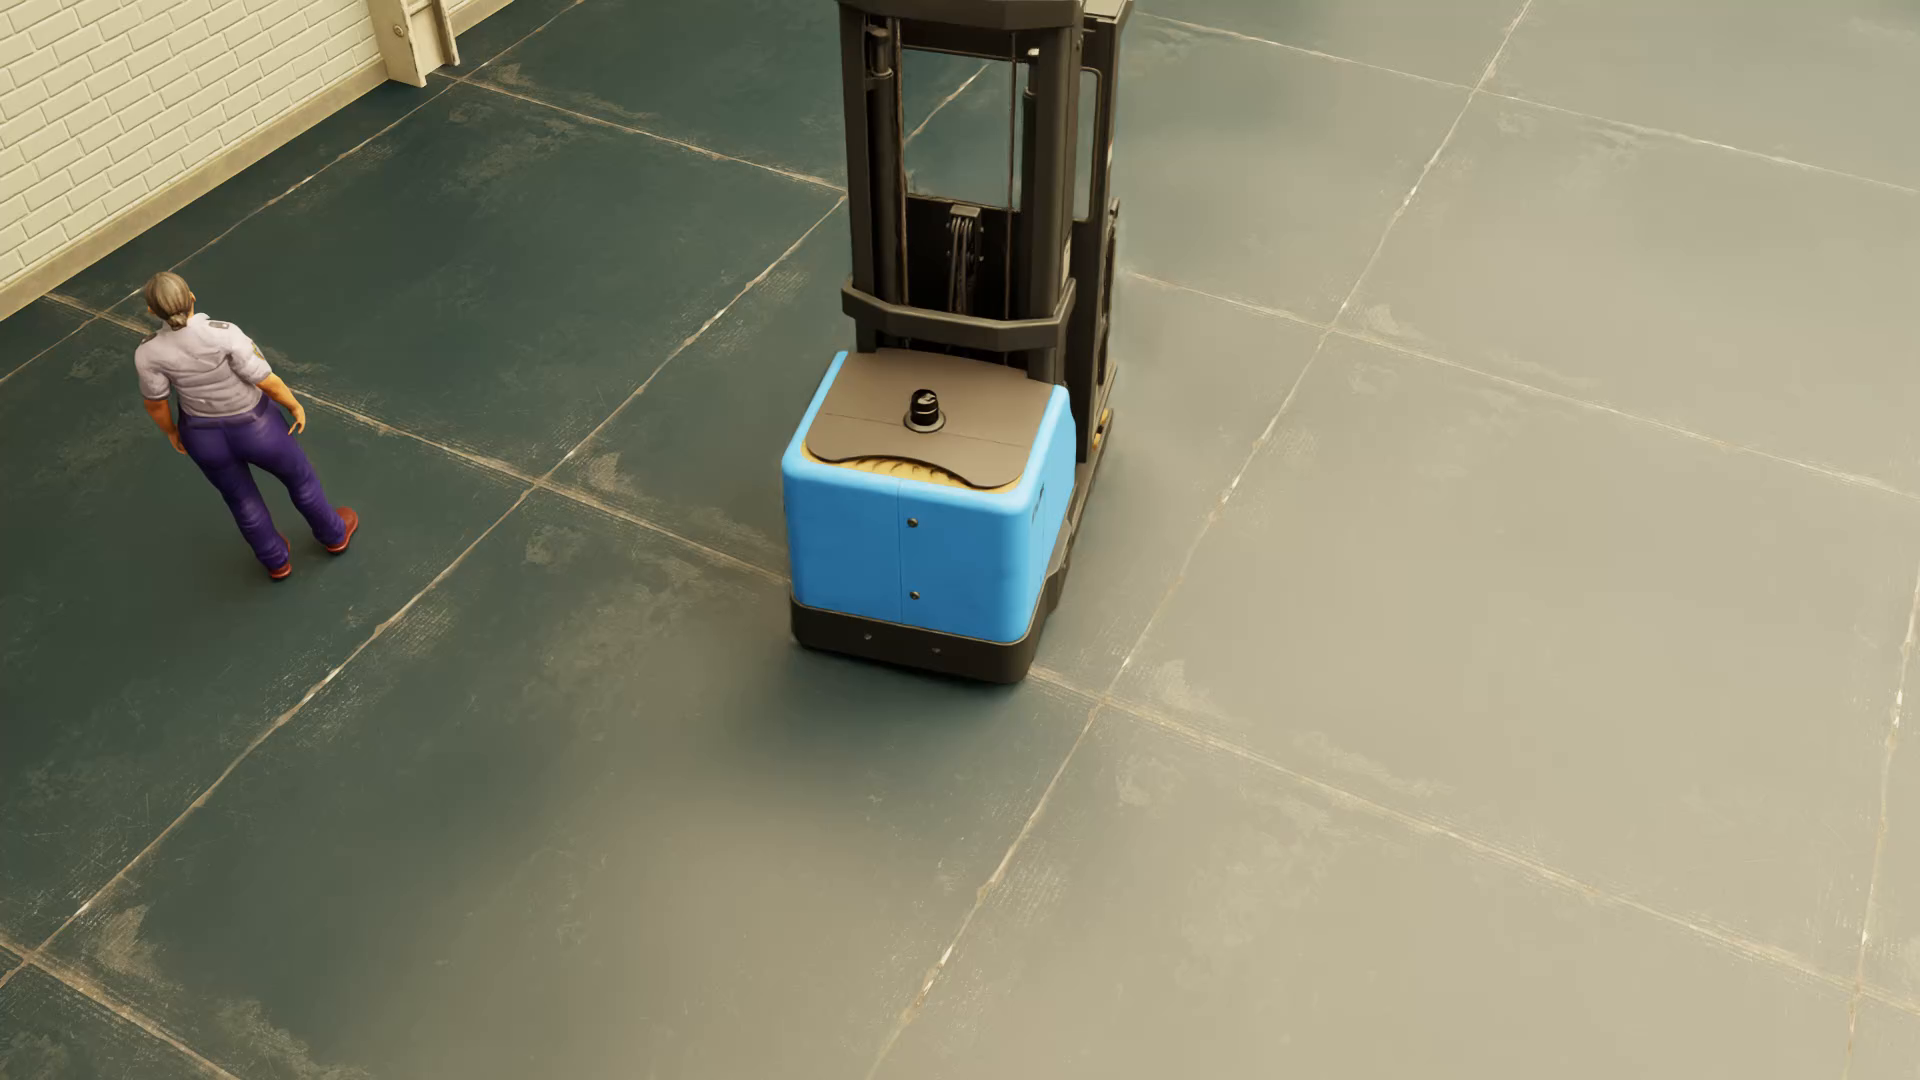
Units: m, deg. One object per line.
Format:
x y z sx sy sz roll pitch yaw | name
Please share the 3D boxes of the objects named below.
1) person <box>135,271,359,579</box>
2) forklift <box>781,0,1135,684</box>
-3.096 -0.527 7.139 0.593 1.650 0.504 -9 44 -10 | person
0.140 -1.485 7.230 1.130 2.935 3.031 10 44 11 | forklift
